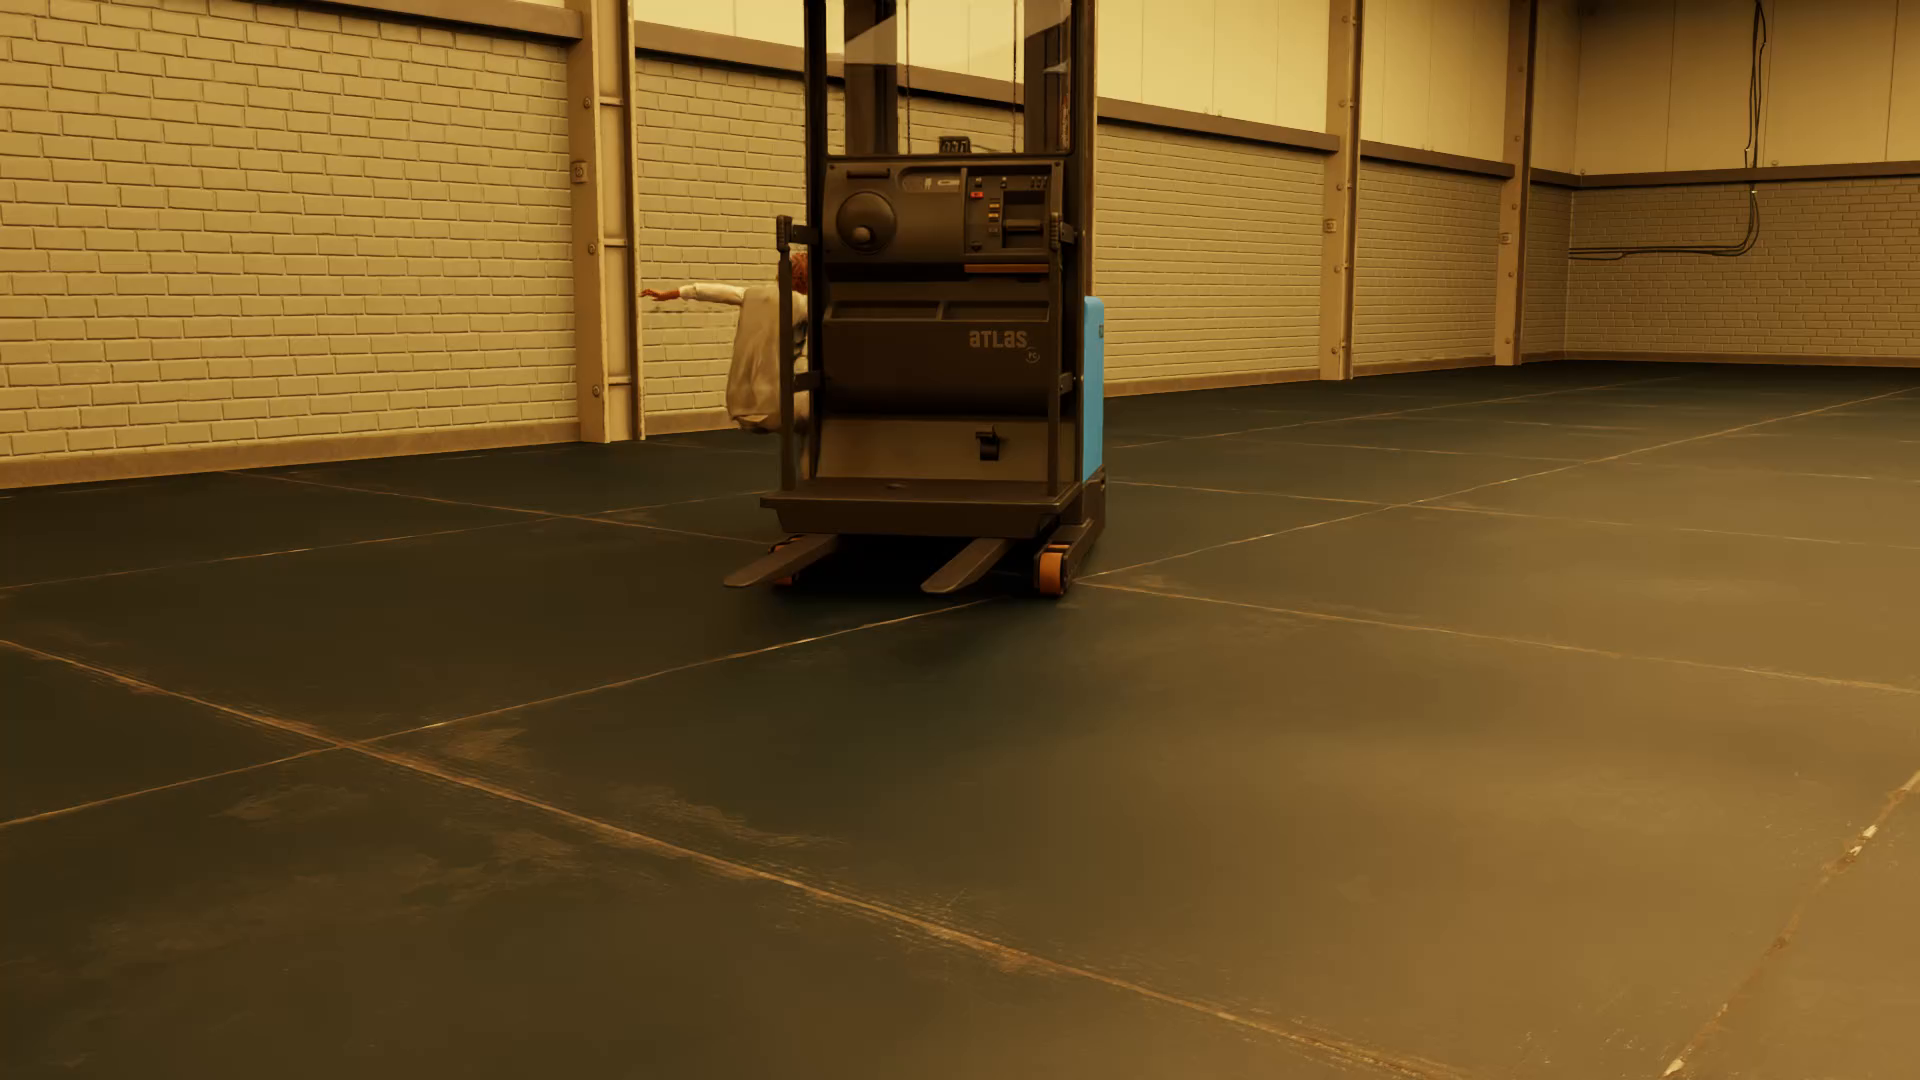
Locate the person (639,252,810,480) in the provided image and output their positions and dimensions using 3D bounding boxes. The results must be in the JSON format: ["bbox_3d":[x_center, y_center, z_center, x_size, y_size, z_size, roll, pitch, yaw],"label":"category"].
[{"bbox_3d":[-0.878,-0.681,7.738,1.218,1.295,0.639,6,10,37],"label":"person"}]

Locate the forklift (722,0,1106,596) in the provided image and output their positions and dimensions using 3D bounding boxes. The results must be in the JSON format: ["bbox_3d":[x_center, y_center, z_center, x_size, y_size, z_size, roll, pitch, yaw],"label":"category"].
[{"bbox_3d":[-0.104,-1.302,6.180,1.130,2.935,3.031,2,8,10],"label":"forklift"}]
